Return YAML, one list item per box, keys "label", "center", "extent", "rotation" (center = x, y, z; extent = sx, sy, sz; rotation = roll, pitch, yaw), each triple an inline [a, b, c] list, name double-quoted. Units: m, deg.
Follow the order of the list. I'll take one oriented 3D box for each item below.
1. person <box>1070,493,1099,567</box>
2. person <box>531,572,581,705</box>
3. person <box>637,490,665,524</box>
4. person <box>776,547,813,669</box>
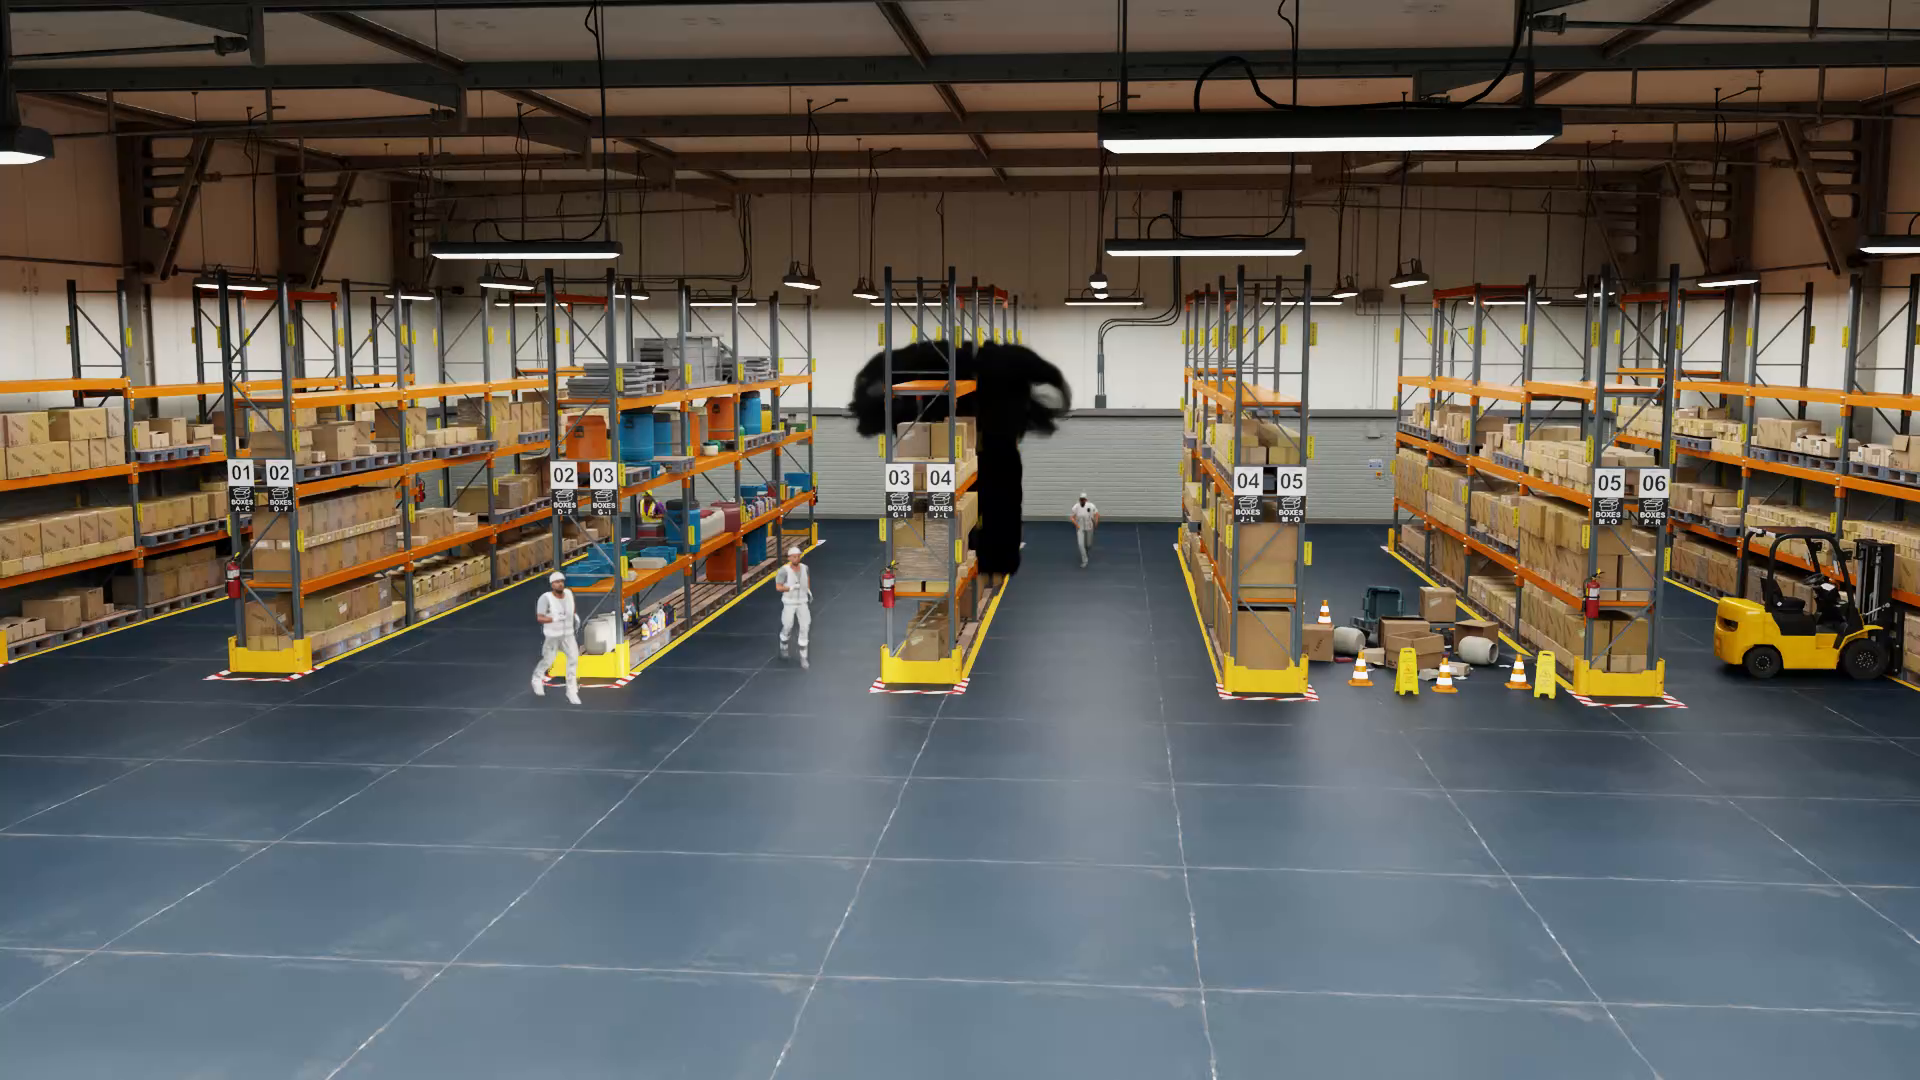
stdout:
- label: "person"
  center: [2.751, -0.230, 36.736]
  extent: [0.632, 1.638, 0.662]
  rotation: [1, 7, 5]
- label: "person"
  center: [-5.570, 1.334, 22.982]
  extent: [0.696, 1.828, 0.931]
  rotation: [-6, 9, -40]
- label: "person"
  center: [-6.686, -0.234, 36.146]
  extent: [0.694, 1.777, 0.987]
  rotation: [1, 7, 4]
- label: "person"
  center: [-2.535, 1.004, 25.479]
  extent: [0.652, 1.825, 0.877]
  rotation: [-3, 8, -23]
